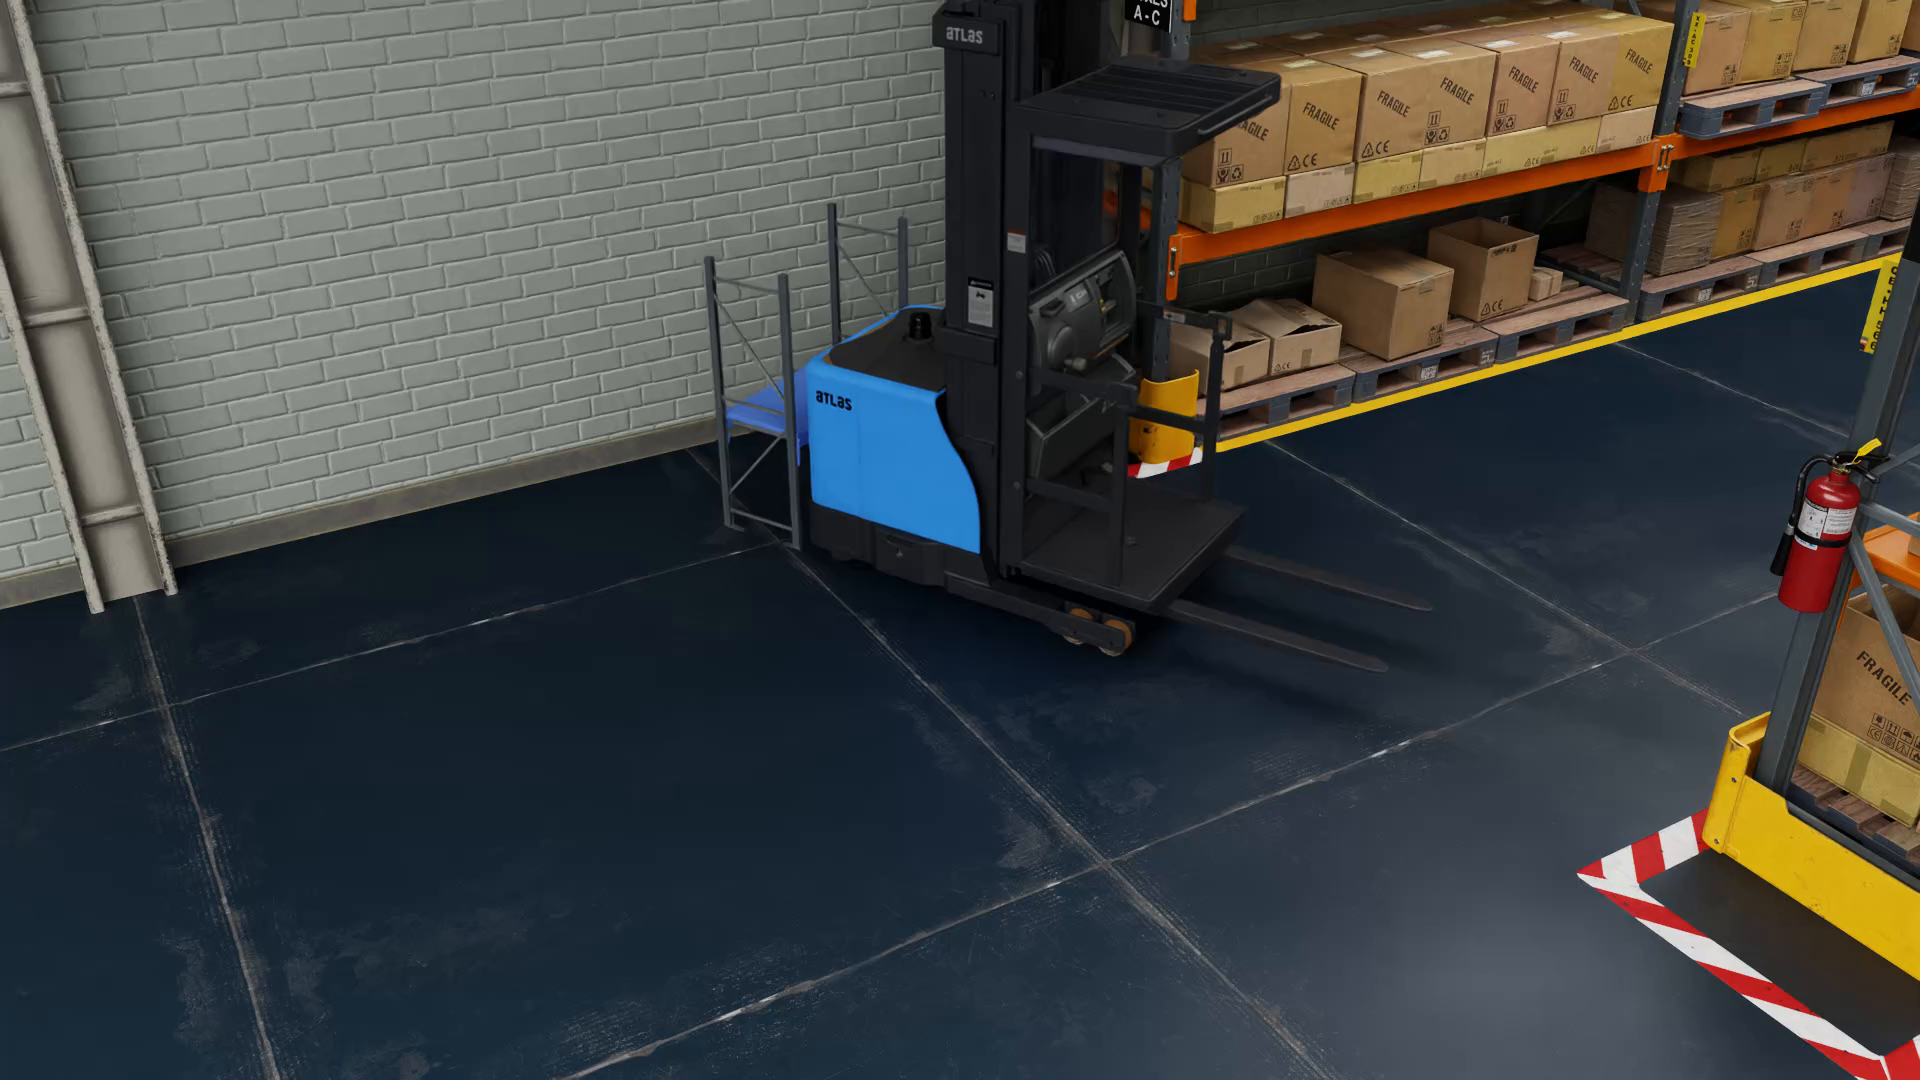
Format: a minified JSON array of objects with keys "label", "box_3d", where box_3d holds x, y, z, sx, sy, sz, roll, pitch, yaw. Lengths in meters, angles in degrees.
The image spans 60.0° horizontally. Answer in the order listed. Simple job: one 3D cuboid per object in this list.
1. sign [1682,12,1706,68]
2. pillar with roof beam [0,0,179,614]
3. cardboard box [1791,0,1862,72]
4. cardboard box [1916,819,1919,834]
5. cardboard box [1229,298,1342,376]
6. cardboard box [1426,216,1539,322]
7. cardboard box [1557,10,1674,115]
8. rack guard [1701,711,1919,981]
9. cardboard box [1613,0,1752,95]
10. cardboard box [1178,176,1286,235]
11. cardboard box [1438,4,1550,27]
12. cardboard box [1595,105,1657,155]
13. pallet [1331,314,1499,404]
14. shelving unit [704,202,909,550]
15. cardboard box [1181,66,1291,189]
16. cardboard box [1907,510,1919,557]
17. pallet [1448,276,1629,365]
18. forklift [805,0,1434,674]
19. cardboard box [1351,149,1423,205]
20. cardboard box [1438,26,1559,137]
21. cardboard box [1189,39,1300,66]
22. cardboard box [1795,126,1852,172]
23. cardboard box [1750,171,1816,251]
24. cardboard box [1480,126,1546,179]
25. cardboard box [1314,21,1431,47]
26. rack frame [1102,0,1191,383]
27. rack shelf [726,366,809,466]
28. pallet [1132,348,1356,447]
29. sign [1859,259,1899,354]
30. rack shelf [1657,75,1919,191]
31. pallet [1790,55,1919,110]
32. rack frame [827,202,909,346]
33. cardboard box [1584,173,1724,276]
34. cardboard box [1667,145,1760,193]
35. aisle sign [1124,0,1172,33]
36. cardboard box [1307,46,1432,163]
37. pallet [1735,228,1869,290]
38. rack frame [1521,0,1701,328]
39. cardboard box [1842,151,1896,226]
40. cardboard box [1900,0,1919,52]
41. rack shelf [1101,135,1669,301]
[{"label":"sign","box_3d":[4.604,-3.137,10.434,0.005,0.325,0.100,-16,33,-26]},{"label":"pillar with roof beam","box_3d":[-1.953,-1.899,2.878,0.400,9.000,9.100,-16,33,-26]},{"label":"cardboard box","box_3d":[5.815,-3.637,11.677,0.500,0.500,0.700,-11,31,-20]},{"label":"cardboard box","box_3d":[3.961,1.041,6.170,0.500,0.250,0.500,-16,33,-26]},{"label":"cardboard box","box_3d":[2.007,-1.290,10.310,0.500,0.311,0.500,-13,31,-22]},{"label":"cardboard box","box_3d":[3.447,-1.809,11.056,0.500,0.500,0.500,-19,34,-30]},{"label":"cardboard box","box_3d":[4.071,-3.009,10.456,0.500,0.500,0.500,-16,33,-26]},{"label":"rack guard","box_3d":[3.365,1.160,6.130,0.348,0.500,1.175,-16,33,-26]},{"label":"cardboard box","box_3d":[4.778,-3.329,11.118,0.500,0.500,0.700,-16,33,-26]},{"label":"cardboard box","box_3d":[1.455,-1.933,9.283,0.500,0.250,0.500,-17,33,-28]},{"label":"cardboard box","box_3d":[3.363,-3.100,10.622,0.500,0.500,0.500,-16,33,-27]},{"label":"cardboard box","box_3d":[4.067,-2.683,10.641,0.500,0.250,0.500,-16,33,-26]},{"label":"pallet","box_3d":[2.708,-1.281,10.853,1.213,0.211,1.003,-16,33,-26]},{"label":"shelving unit","box_3d":[-0.767,-0.881,8.793,0.538,1.500,1.048,17,33,28]},{"label":"cardboard box","box_3d":[1.437,-2.266,9.110,0.500,0.500,0.500,-16,33,-26]},{"label":"cardboard box","box_3d":[3.795,-0.093,5.710,0.500,0.500,0.700,-16,33,-26]},{"label":"pallet","box_3d":[3.761,-1.582,11.398,1.213,0.211,1.003,-16,33,-26]},{"label":"forklift","box_3d":[0.747,-1.035,7.593,3.031,2.935,1.130,17,33,28]},{"label":"cardboard box","box_3d":[2.338,-2.188,9.745,0.500,0.250,0.500,-16,33,-27]},{"label":"cardboard box","box_3d":[3.204,-2.765,10.015,0.500,0.500,0.500,-17,33,-28]},{"label":"cardboard box","box_3d":[1.611,-2.597,9.710,0.500,0.500,0.500,-15,32,-26]},{"label":"cardboard box","box_3d":[6.212,-2.948,12.343,0.500,0.250,0.500,-16,33,-27]},{"label":"cardboard box","box_3d":[5.829,-2.523,12.349,0.500,0.500,0.700,-15,32,-26]},{"label":"cardboard box","box_3d":[3.208,-2.435,10.192,0.500,0.250,0.500,-16,33,-27]},{"label":"cardboard box","box_3d":[2.489,-2.849,10.166,0.500,0.500,0.500,-15,32,-26]},{"label":"rack frame","box_3d":[0.873,-2.003,9.275,0.127,3.000,1.000,-16,33,-26]},{"label":"rack shelf","box_3d":[-0.767,-0.723,8.880,0.538,0.185,1.000,17,33,28]},{"label":"pallet","box_3d":[1.657,-0.985,10.316,1.213,0.211,1.003,-16,33,-26]},{"label":"sign","box_3d":[3.123,-0.780,5.616,0.005,0.325,0.100,-16,33,-26]},{"label":"rack shelf","box_3d":[6.046,-3.157,12.110,4.000,0.370,1.077,-16,33,-26]},{"label":"pallet","box_3d":[6.085,-3.375,11.961,1.213,0.211,1.003,-16,33,-26]},{"label":"rack frame","box_3d":[-0.495,-1.088,9.169,0.500,1.500,0.032,17,33,28]},{"label":"cardboard box","box_3d":[4.948,-2.267,11.886,0.500,0.500,0.700,-15,32,-25]},{"label":"cardboard box","box_3d":[5.326,-2.705,11.902,0.500,0.250,0.500,-17,33,-27]},{"label":"aisle sign","box_3d":[0.963,-2.998,8.388,0.004,0.787,0.394,-16,33,-26]},{"label":"cardboard box","box_3d":[2.317,-2.507,9.546,0.500,0.500,0.500,-17,33,-28]},{"label":"pallet","box_3d":[6.046,-2.253,12.614,1.213,0.211,1.003,-16,33,-26]},{"label":"rack frame","box_3d":[4.322,-2.982,11.049,0.127,3.000,1.000,-16,33,-26]},{"label":"cardboard box","box_3d":[6.673,-2.784,12.821,0.500,0.500,0.700,-16,33,-26]},{"label":"cardboard box","box_3d":[6.902,-3.930,12.208,0.500,0.500,0.700,-19,34,-31]},{"label":"rack shelf","box_3d":[2.598,-2.177,10.336,4.000,0.370,1.077,-16,33,-26]}]
